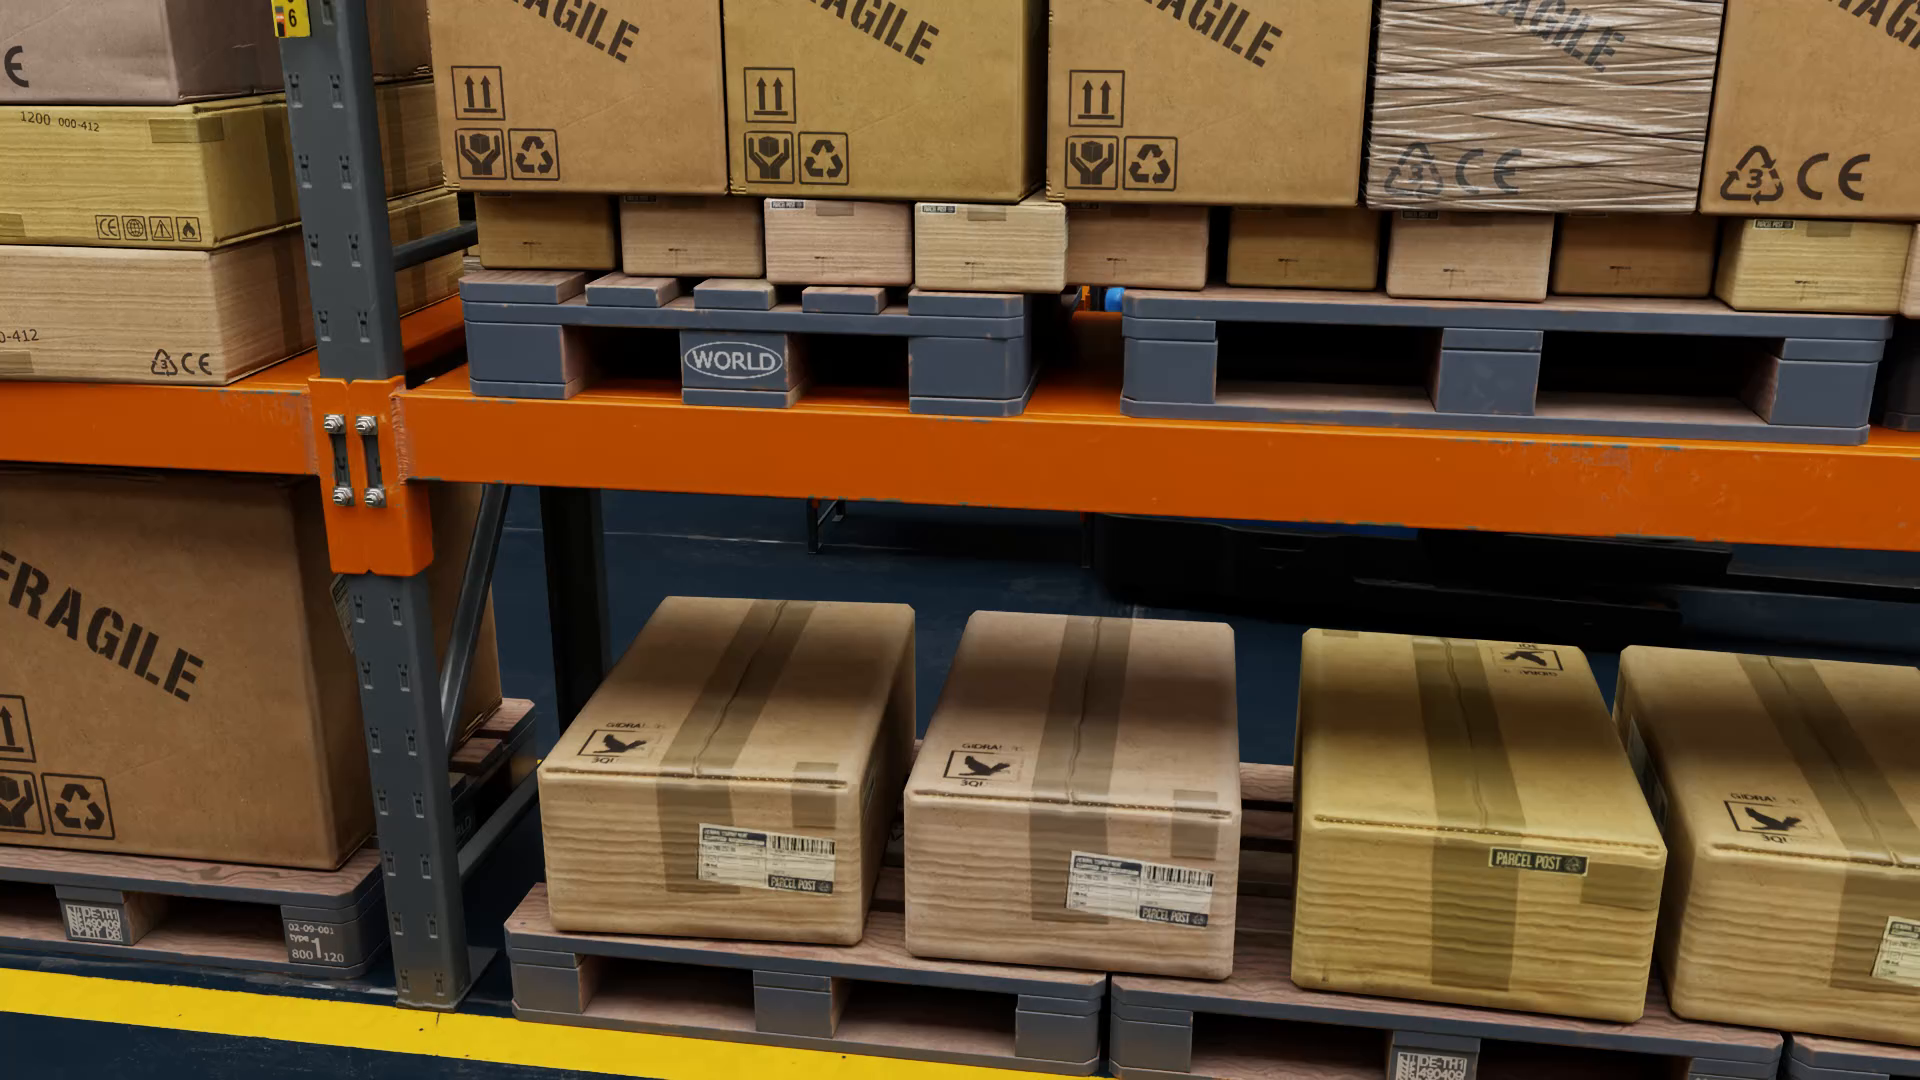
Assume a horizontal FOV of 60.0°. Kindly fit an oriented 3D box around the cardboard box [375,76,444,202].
[{"bbox_3d":[-1.479,-0.881,3.657,0.500,0.250,0.500,3,19,8],"label":"cardboard box"}]

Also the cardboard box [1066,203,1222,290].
[{"bbox_3d":[0.329,-0.556,2.973,0.250,0.149,0.380,4,19,12],"label":"cardboard box"}]

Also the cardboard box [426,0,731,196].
[{"bbox_3d":[-0.611,-0.904,2.991,0.500,0.500,0.500,2,19,7],"label":"cardboard box"}]

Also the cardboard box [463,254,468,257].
[{"bbox_3d":[-2.723,-1.237,8.551,0.500,0.500,0.500,2,19,7],"label":"cardboard box"}]

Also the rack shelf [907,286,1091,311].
[{"bbox_3d":[-0.007,-0.811,6.033,1.000,0.278,0.538,3,19,9],"label":"rack shelf"}]

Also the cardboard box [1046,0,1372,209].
[{"bbox_3d":[0.430,-0.856,2.845,0.500,0.500,0.500,3,19,10],"label":"cardboard box"}]

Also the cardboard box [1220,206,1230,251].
[{"bbox_3d":[0.624,-0.683,3.351,0.250,0.149,0.380,3,19,9],"label":"cardboard box"}]

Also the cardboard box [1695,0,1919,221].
[{"bbox_3d":[1.440,-0.802,2.685,0.500,0.500,0.500,4,19,11],"label":"cardboard box"}]

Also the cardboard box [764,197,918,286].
[{"bbox_3d":[-0.190,-0.564,2.997,0.250,0.149,0.380,2,19,5],"label":"cardboard box"}]

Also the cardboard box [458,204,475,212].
[{"bbox_3d":[-2.752,-1.705,8.927,0.250,0.149,0.380,3,19,10],"label":"cardboard box"}]

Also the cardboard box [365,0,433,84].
[{"bbox_3d":[-1.466,-1.235,3.533,0.500,0.500,0.500,2,19,7],"label":"cardboard box"}]

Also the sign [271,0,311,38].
[{"bbox_3d":[-1.103,-0.987,2.701,0.005,0.325,0.100,3,19,9],"label":"sign"}]

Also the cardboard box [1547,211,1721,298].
[{"bbox_3d":[1.131,-0.531,2.898,0.250,0.149,0.380,2,19,7],"label":"cardboard box"}]

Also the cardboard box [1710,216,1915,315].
[{"bbox_3d":[1.374,-0.486,2.762,0.250,0.149,0.380,3,19,9],"label":"cardboard box"}]

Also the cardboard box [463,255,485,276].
[{"bbox_3d":[-2.212,-1.209,8.467,0.500,0.500,0.500,2,19,7],"label":"cardboard box"}]

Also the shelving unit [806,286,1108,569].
[{"bbox_3d":[-0.007,-0.534,6.126,1.048,1.125,0.538,3,19,9],"label":"shelving unit"}]

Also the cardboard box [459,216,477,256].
[{"bbox_3d":[-2.573,-1.542,8.441,0.250,0.149,0.380,4,19,11],"label":"cardboard box"}]

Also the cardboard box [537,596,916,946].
[{"bbox_3d":[-0.462,0.467,3.661,0.625,0.372,0.950,2,19,5],"label":"cardboard box"}]

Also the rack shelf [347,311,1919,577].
[{"bbox_3d":[0.957,-0.170,3.218,4.000,0.370,1.077,3,19,9],"label":"rack shelf"}]

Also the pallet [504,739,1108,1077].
[{"bbox_3d":[-0.247,0.750,3.728,1.213,0.211,1.003,3,19,9],"label":"pallet"}]

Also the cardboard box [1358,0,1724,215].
[{"bbox_3d":[0.923,-0.828,2.763,0.500,0.500,0.500,2,19,7],"label":"cardboard box"}]

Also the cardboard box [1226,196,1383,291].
[{"bbox_3d":[0.614,-0.554,2.967,0.250,0.149,0.380,4,19,11],"label":"cardboard box"}]

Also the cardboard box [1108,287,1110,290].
[{"bbox_3d":[1.026,-1.174,8.165,0.625,0.625,0.875,4,19,10],"label":"cardboard box"}]

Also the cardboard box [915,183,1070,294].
[{"bbox_3d":[0.078,-0.544,2.936,0.250,0.149,0.380,3,19,9],"label":"cardboard box"}]

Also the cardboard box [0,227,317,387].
[{"bbox_3d":[-1.559,-0.485,3.261,0.500,0.250,0.500,2,19,7],"label":"cardboard box"}]

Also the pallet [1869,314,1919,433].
[{"bbox_3d":[2.200,-0.404,3.085,1.213,0.211,1.003,3,19,9],"label":"pallet"}]

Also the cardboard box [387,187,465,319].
[{"bbox_3d":[-1.461,-0.644,3.738,0.500,0.250,0.500,3,19,8],"label":"cardboard box"}]

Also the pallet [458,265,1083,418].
[{"bbox_3d":[-0.298,-0.518,3.428,1.003,0.211,1.213,3,19,9],"label":"pallet"}]

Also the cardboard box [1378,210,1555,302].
[{"bbox_3d":[0.861,-0.521,2.866,0.250,0.149,0.380,4,19,10],"label":"cardboard box"}]

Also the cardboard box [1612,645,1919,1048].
[{"bbox_3d":[1.703,0.576,3.335,0.625,0.372,0.950,4,19,12],"label":"cardboard box"}]

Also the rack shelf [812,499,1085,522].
[{"bbox_3d":[-0.007,-0.302,6.203,1.000,0.278,0.538,3,19,9],"label":"rack shelf"}]

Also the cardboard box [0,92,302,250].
[{"bbox_3d":[-1.537,-0.723,3.184,0.500,0.250,0.500,3,19,8],"label":"cardboard box"}]

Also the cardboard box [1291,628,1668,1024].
[{"bbox_3d":[1.016,0.541,3.438,0.625,0.372,0.950,4,19,10],"label":"cardboard box"}]

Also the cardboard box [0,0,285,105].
[{"bbox_3d":[-1.570,-1.078,3.063,0.500,0.500,0.500,2,19,7],"label":"cardboard box"}]

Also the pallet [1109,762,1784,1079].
[{"bbox_3d":[0.954,0.812,3.542,1.213,0.211,1.003,3,19,9],"label":"pallet"}]

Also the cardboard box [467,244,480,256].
[{"bbox_3d":[-2.302,-1.538,8.427,0.250,0.149,0.380,3,19,9],"label":"cardboard box"}]

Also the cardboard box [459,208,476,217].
[{"bbox_3d":[-2.490,-1.710,8.941,0.250,0.149,0.380,3,19,9],"label":"cardboard box"}]

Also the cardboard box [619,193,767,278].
[{"bbox_3d":[-0.453,-0.593,3.081,0.250,0.149,0.380,2,19,5],"label":"cardboard box"}]

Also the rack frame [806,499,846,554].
[{"bbox_3d":[-0.509,-0.559,6.202,0.032,1.125,0.500,3,19,9],"label":"rack frame"}]

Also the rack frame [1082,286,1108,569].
[{"bbox_3d":[0.495,-0.508,6.049,0.032,1.125,0.500,3,19,9],"label":"rack frame"}]

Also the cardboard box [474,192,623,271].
[{"bbox_3d":[-0.727,-0.617,3.155,0.250,0.149,0.380,2,19,5],"label":"cardboard box"}]

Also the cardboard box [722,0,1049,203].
[{"bbox_3d":[-0.095,-0.880,2.919,0.500,0.500,0.500,4,19,11],"label":"cardboard box"}]

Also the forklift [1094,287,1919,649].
[{"bbox_3d":[2.035,-1.217,5.320,3.031,2.935,1.130,5,19,14],"label":"forklift"}]

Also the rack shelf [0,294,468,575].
[{"bbox_3d":[-2.993,-0.371,3.820,4.000,0.370,1.077,3,19,9],"label":"rack shelf"}]

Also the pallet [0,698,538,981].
[{"bbox_3d":[-1.785,0.647,4.036,1.213,0.211,1.003,3,19,9],"label":"pallet"}]

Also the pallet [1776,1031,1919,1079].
[{"bbox_3d":[2.162,0.873,3.361,1.213,0.211,1.003,3,19,9],"label":"pallet"}]

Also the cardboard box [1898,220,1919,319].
[{"bbox_3d":[1.609,-0.462,2.691,0.250,0.149,0.380,3,19,9],"label":"cardboard box"}]

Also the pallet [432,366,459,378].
[{"bbox_3d":[-2.167,-0.956,8.829,1.213,0.211,1.003,3,19,9],"label":"pallet"}]

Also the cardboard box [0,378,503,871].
[{"bbox_3d":[-1.687,0.136,3.857,0.875,0.875,0.875,3,19,8],"label":"cardboard box"}]

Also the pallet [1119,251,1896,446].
[{"bbox_3d":[0.943,-0.434,3.176,1.213,0.211,1.003,3,19,9],"label":"pallet"}]

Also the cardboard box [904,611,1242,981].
[{"bbox_3d":[0.268,0.501,3.557,0.625,0.372,0.950,3,19,8],"label":"cardboard box"}]

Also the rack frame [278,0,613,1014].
[{"bbox_3d":[-1.018,-0.612,3.405,0.127,3.000,1.000,3,19,9],"label":"rack frame"}]
